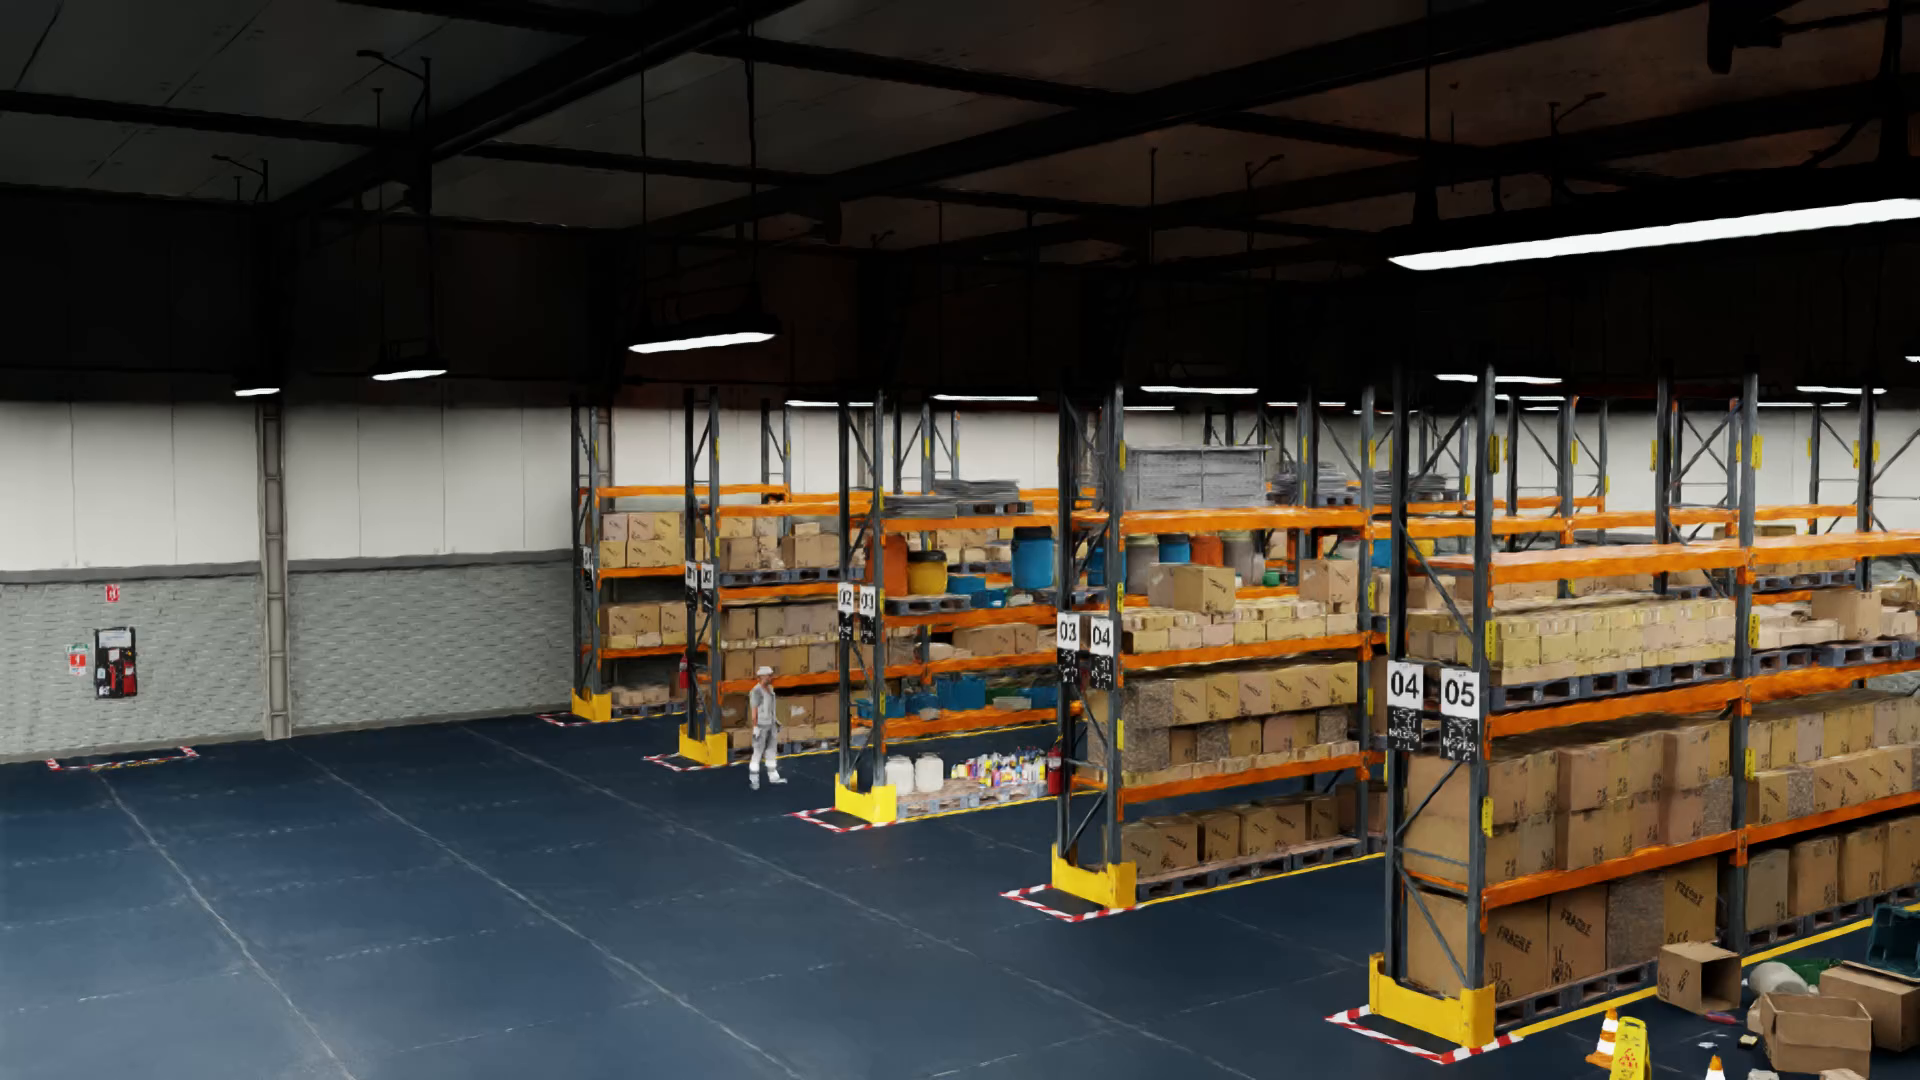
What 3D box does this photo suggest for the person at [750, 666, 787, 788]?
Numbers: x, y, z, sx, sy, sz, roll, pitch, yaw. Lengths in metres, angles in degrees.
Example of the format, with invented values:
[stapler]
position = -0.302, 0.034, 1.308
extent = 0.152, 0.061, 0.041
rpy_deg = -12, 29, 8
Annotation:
[person]
position = -2.860, 2.762, 24.723
extent = 0.466, 1.794, 0.629
rpy_deg = 2, 4, 26
